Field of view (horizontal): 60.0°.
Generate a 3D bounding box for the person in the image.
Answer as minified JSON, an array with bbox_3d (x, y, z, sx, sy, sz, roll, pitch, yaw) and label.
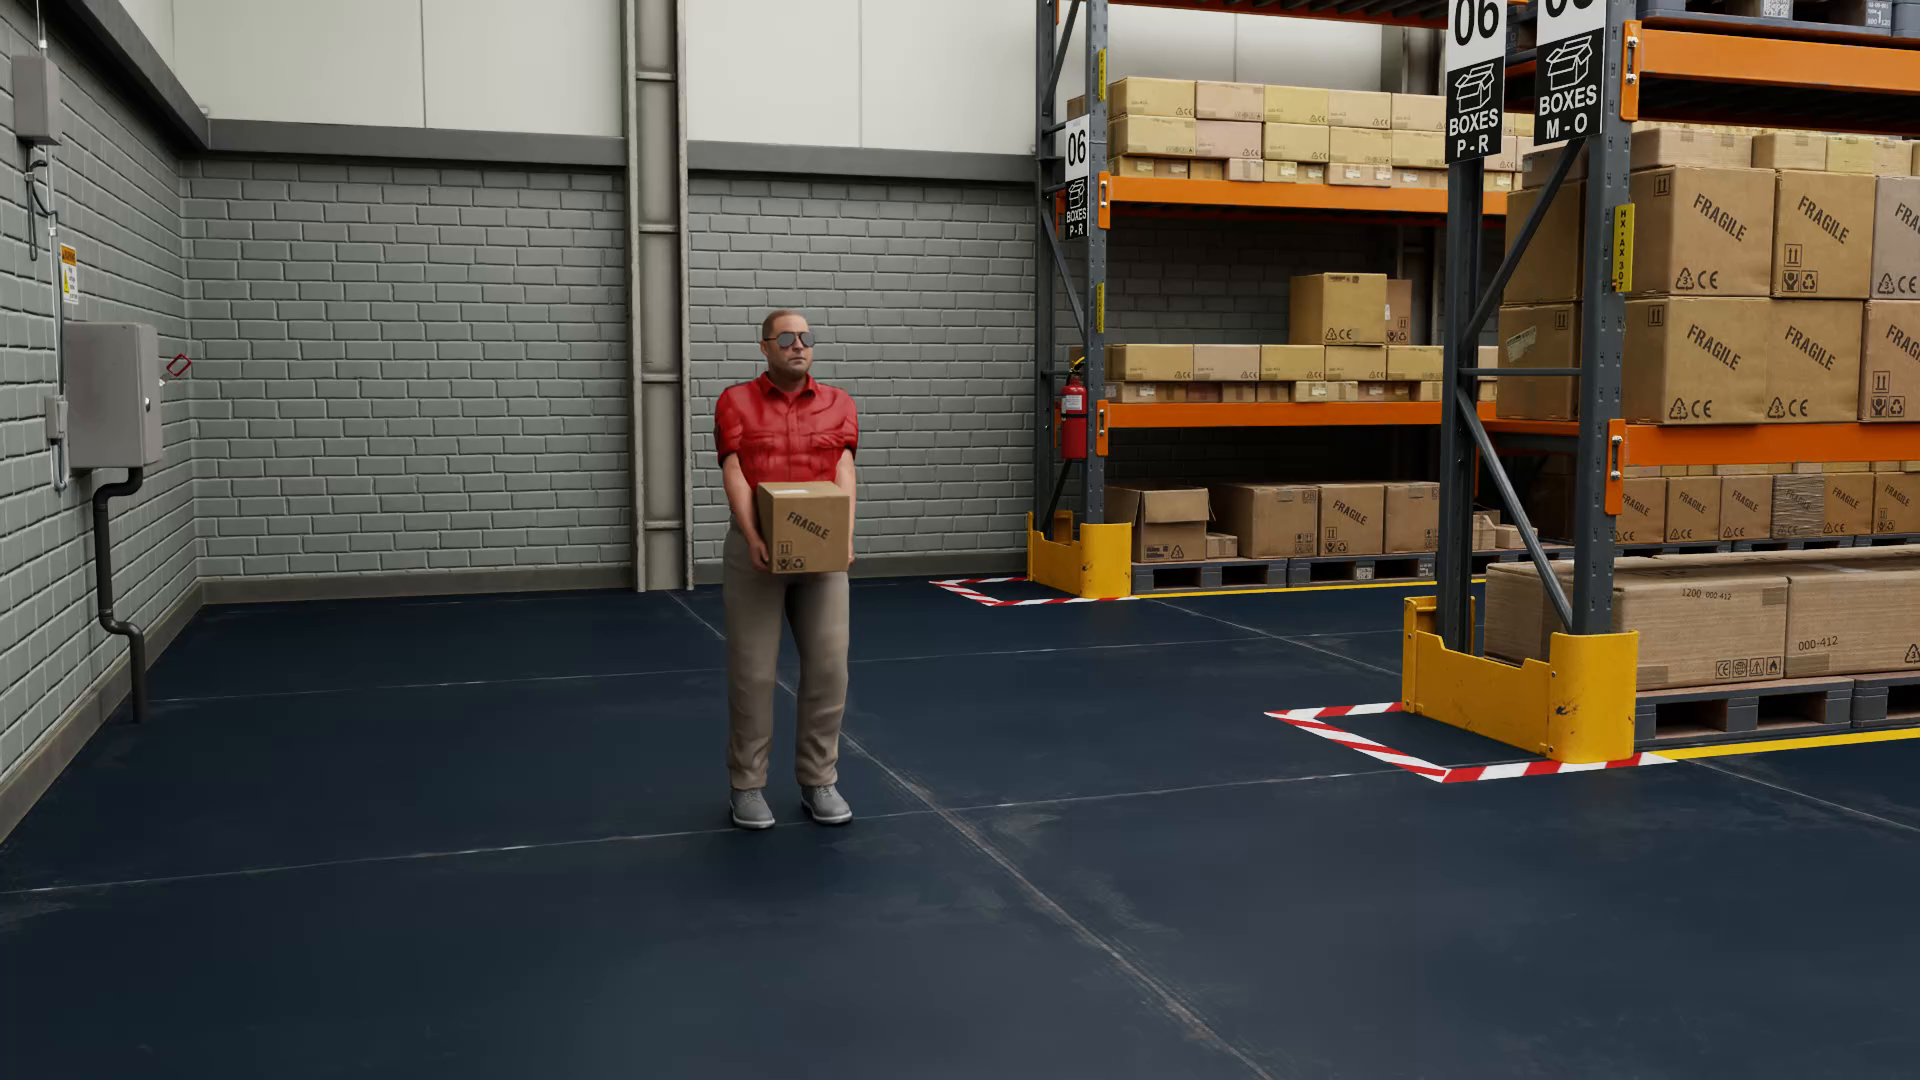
[{"bbox_3d":[-0.550,0.091,5.560,0.493,1.721,0.532,-2,6,-18],"label":"person"}]
